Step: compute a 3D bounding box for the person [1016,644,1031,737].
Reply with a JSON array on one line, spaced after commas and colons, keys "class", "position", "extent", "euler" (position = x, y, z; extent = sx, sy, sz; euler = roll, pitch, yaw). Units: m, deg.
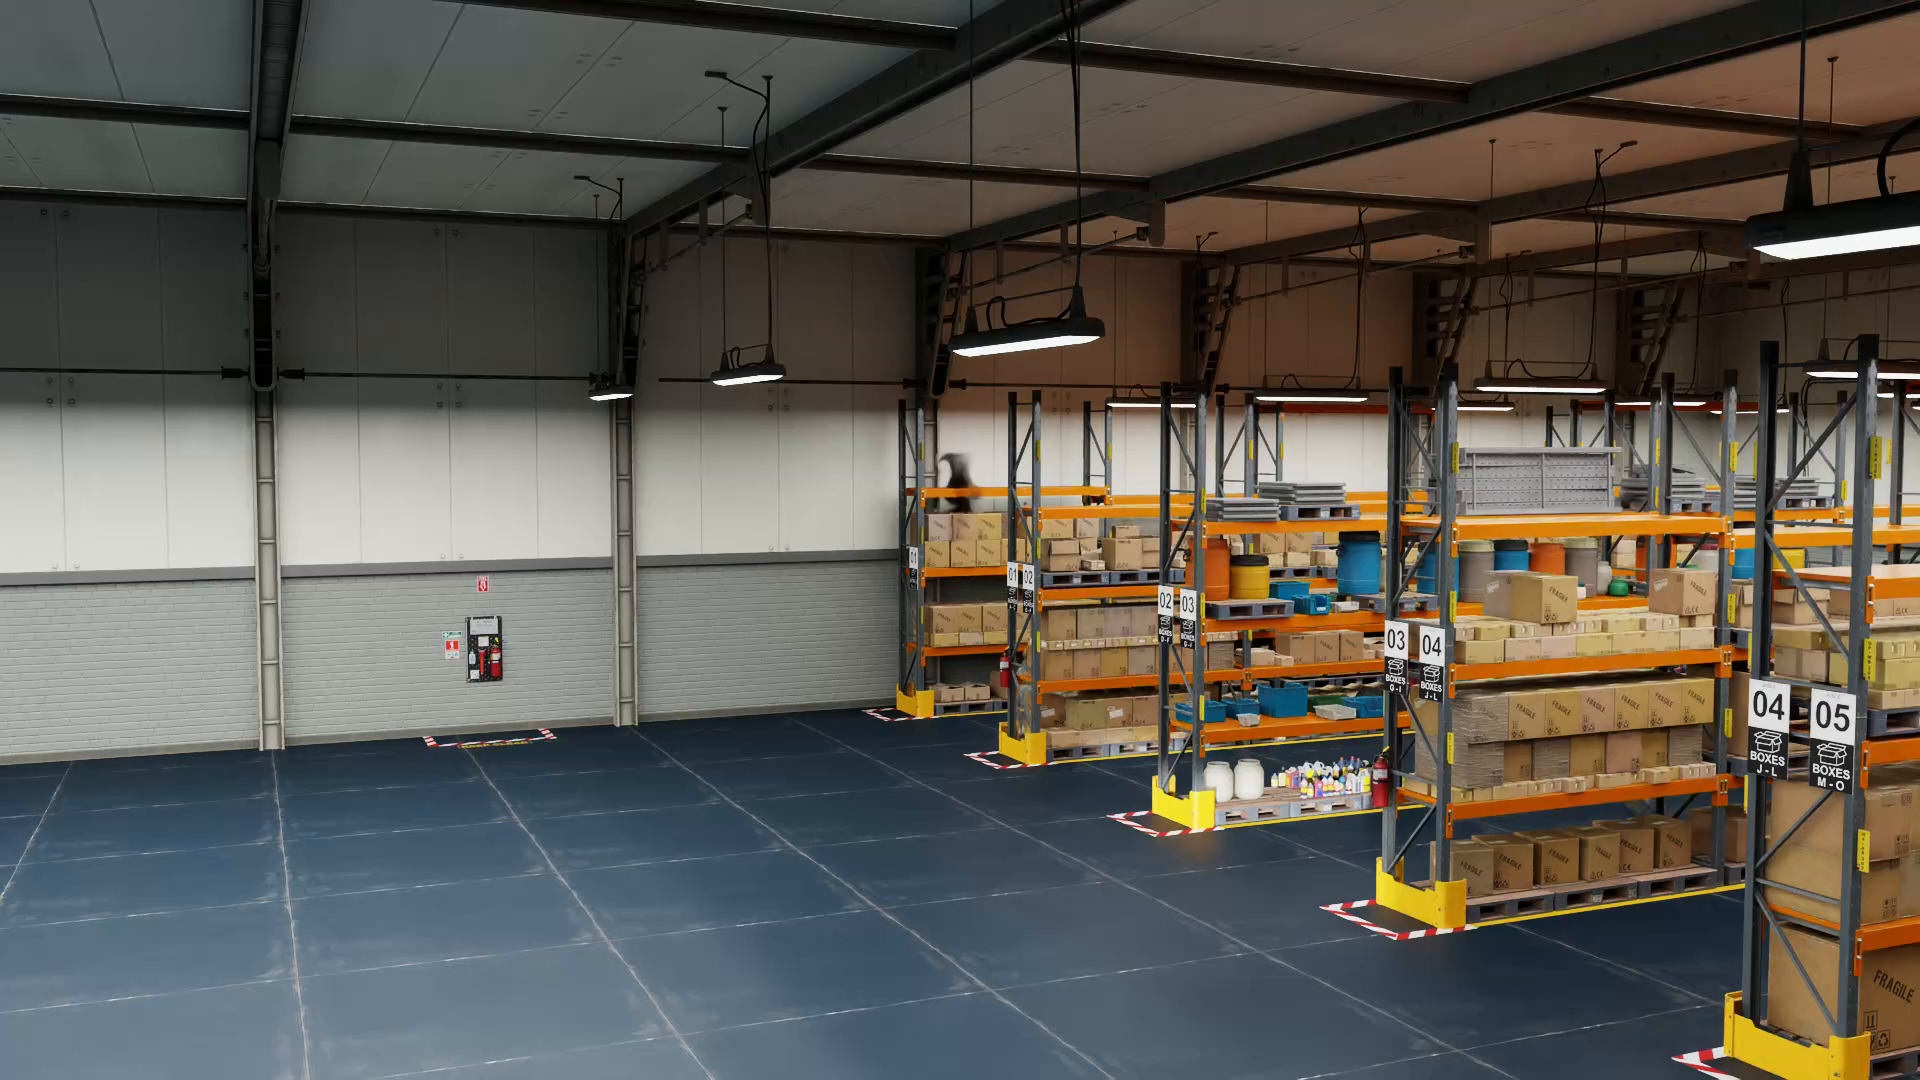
[{"class": "person", "position": [1.185, 2.646, 29.125], "extent": [0.649, 1.629, 0.528], "euler": [-2, 4, -31]}]

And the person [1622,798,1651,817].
[{"class": "person", "position": [8.879, 3.021, 21.654], "extent": [0.816, 1.712, 0.688], "euler": [-1, 3, -17]}]
